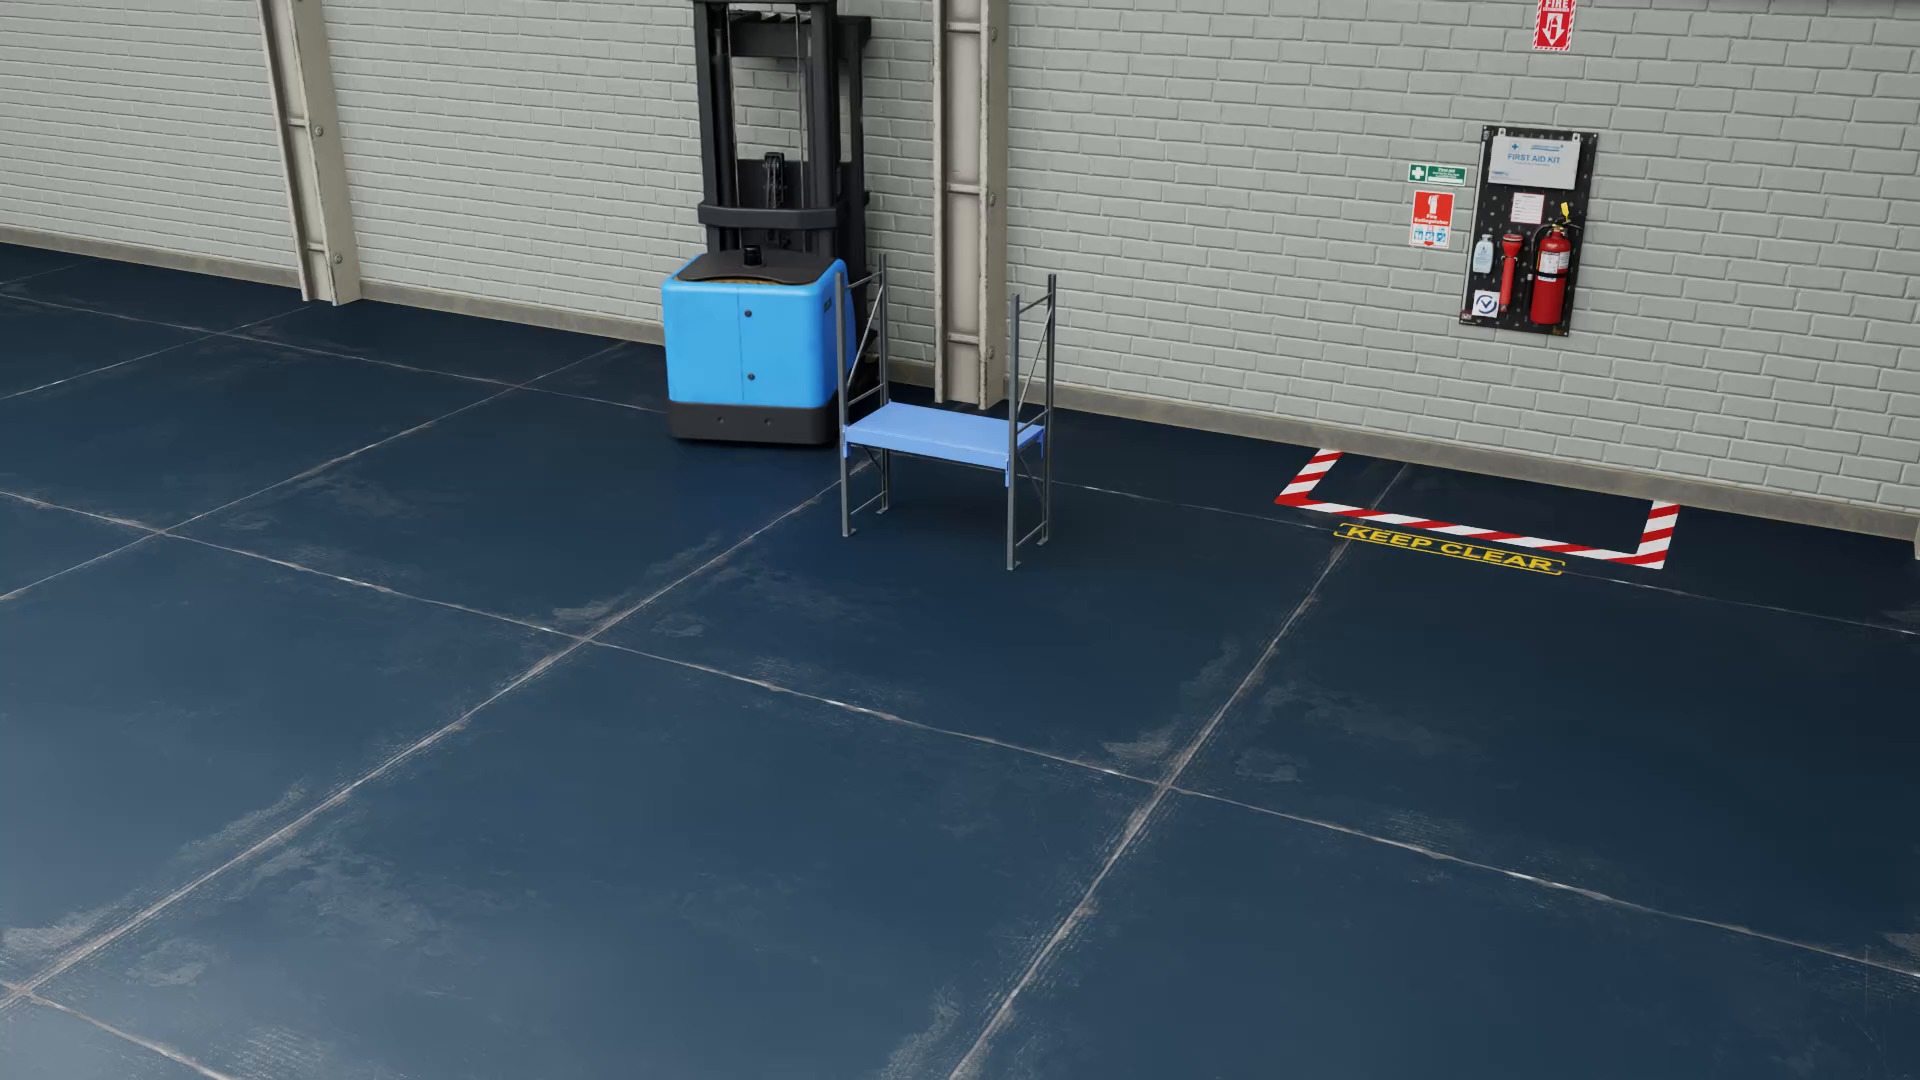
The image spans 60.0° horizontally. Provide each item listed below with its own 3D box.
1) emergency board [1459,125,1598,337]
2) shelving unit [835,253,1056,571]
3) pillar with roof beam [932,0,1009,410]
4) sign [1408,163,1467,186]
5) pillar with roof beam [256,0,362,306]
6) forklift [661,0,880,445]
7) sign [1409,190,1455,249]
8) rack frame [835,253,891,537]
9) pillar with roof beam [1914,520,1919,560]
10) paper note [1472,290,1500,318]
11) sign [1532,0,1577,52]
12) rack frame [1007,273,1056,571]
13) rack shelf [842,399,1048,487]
[{"bbox_3d":[3.234,-1.746,9.522,0.643,1.169,0.194,11,25,25],"label":"emergency board"},{"bbox_3d":[-0.076,-0.705,8.992,1.048,1.500,0.538,11,25,25],"label":"shelving unit"},{"bbox_3d":[-1.874,-3.613,6.246,0.400,9.000,9.100,11,25,25],"label":"pillar with roof beam"},{"bbox_3d":[2.788,-2.136,9.716,0.331,0.109,0.001,11,25,25],"label":"sign"},{"bbox_3d":[-7.229,-4.672,8.738,0.400,9.000,9.100,11,25,25],"label":"pillar with roof beam"},{"bbox_3d":[-1.146,-2.493,11.368,1.130,2.935,3.031,3,23,8],"label":"forklift"},{"bbox_3d":[2.787,-1.896,9.829,0.234,0.329,0.001,11,25,25],"label":"sign"},{"bbox_3d":[-0.530,-0.795,9.203,0.032,1.500,0.500,11,25,25],"label":"rack frame"},{"bbox_3d":[3.480,-2.553,3.755,0.400,9.000,9.100,11,25,25],"label":"pillar with roof beam"},{"bbox_3d":[3.108,-1.396,9.825,0.142,0.148,0.016,11,25,25],"label":"paper note"},{"bbox_3d":[3.272,-2.849,9.153,0.199,0.298,0.001,11,25,25],"label":"sign"},{"bbox_3d":[0.378,-0.615,8.781,0.032,1.500,0.500,11,25,25],"label":"rack frame"},{"bbox_3d":[-0.076,-0.540,9.062,1.000,0.185,0.538,11,25,25],"label":"rack shelf"}]
